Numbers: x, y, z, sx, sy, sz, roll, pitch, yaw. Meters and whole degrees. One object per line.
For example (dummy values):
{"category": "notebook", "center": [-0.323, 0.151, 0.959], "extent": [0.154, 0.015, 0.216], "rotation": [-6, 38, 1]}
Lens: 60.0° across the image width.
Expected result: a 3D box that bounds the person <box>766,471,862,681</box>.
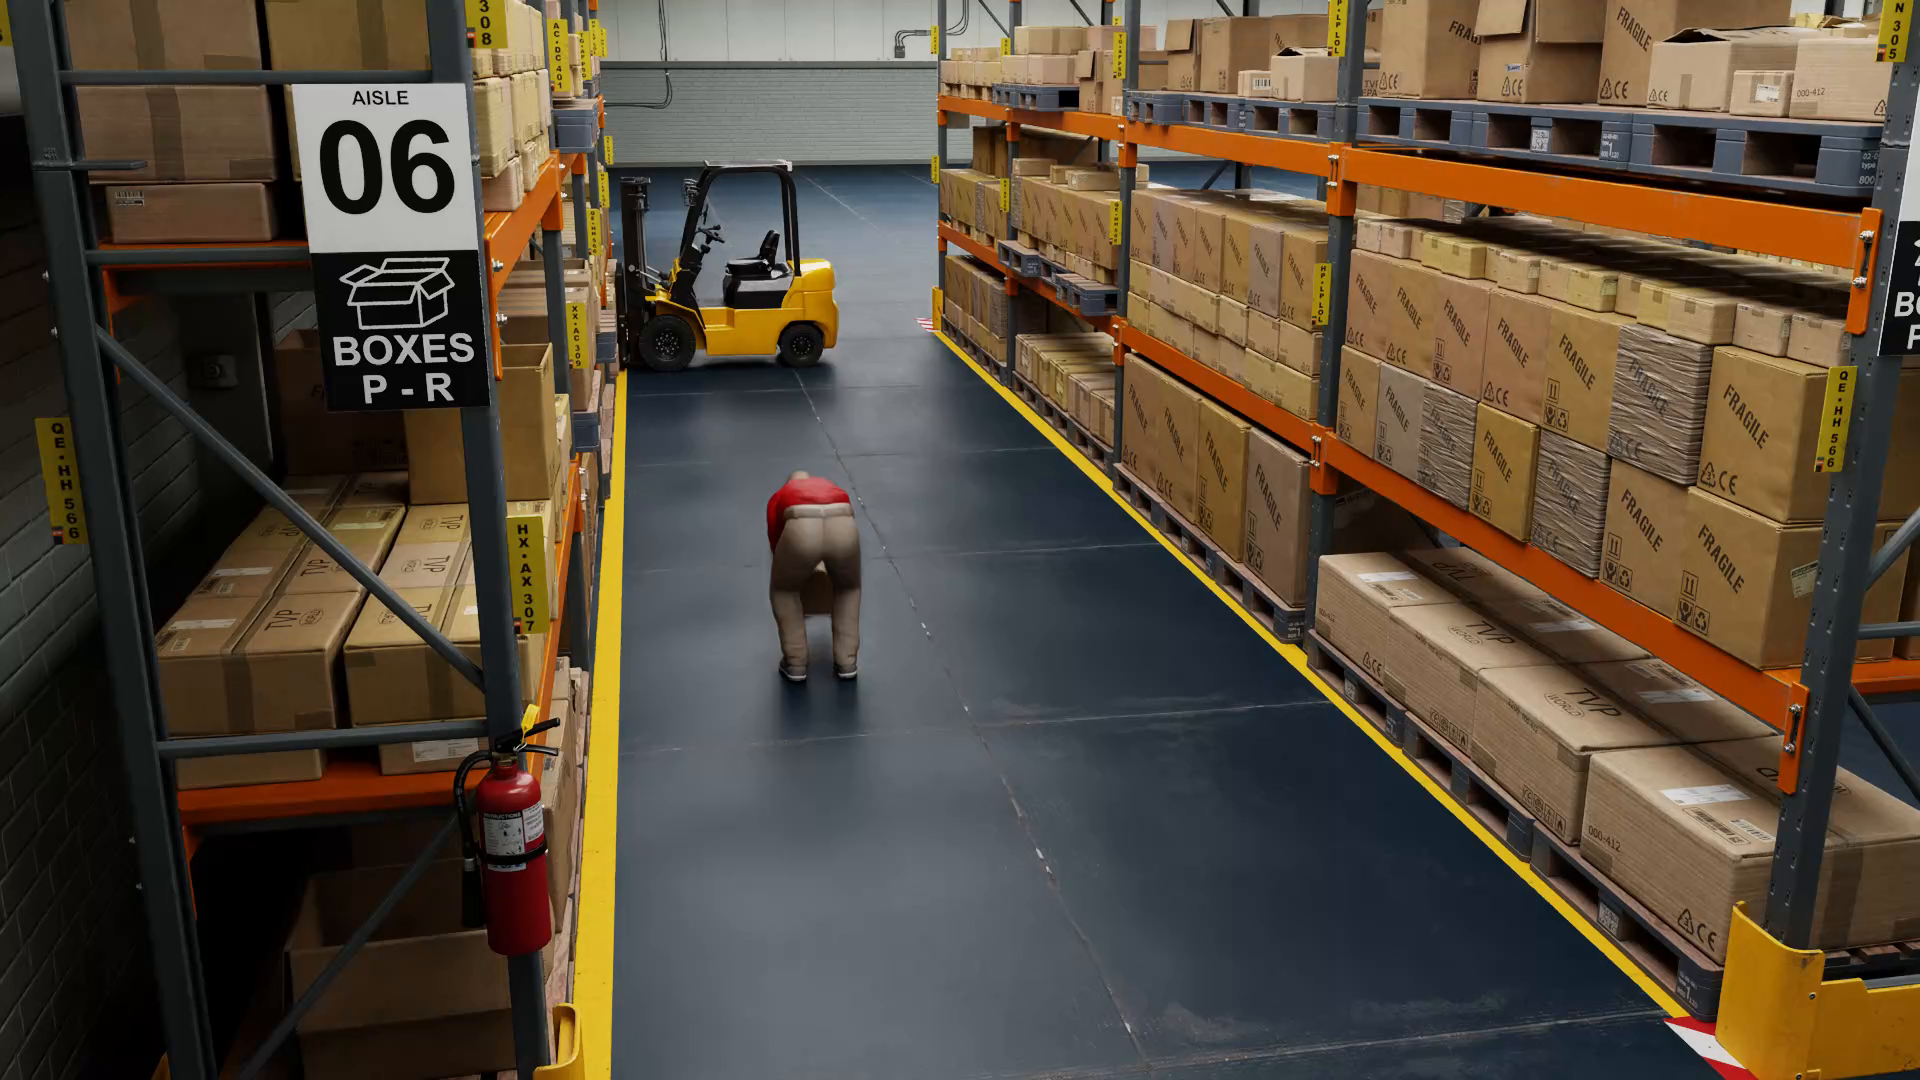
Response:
{"category": "person", "center": [-0.818, 0.170, 9.200], "extent": [0.509, 1.049, 0.963], "rotation": [-4, 17, -13]}
